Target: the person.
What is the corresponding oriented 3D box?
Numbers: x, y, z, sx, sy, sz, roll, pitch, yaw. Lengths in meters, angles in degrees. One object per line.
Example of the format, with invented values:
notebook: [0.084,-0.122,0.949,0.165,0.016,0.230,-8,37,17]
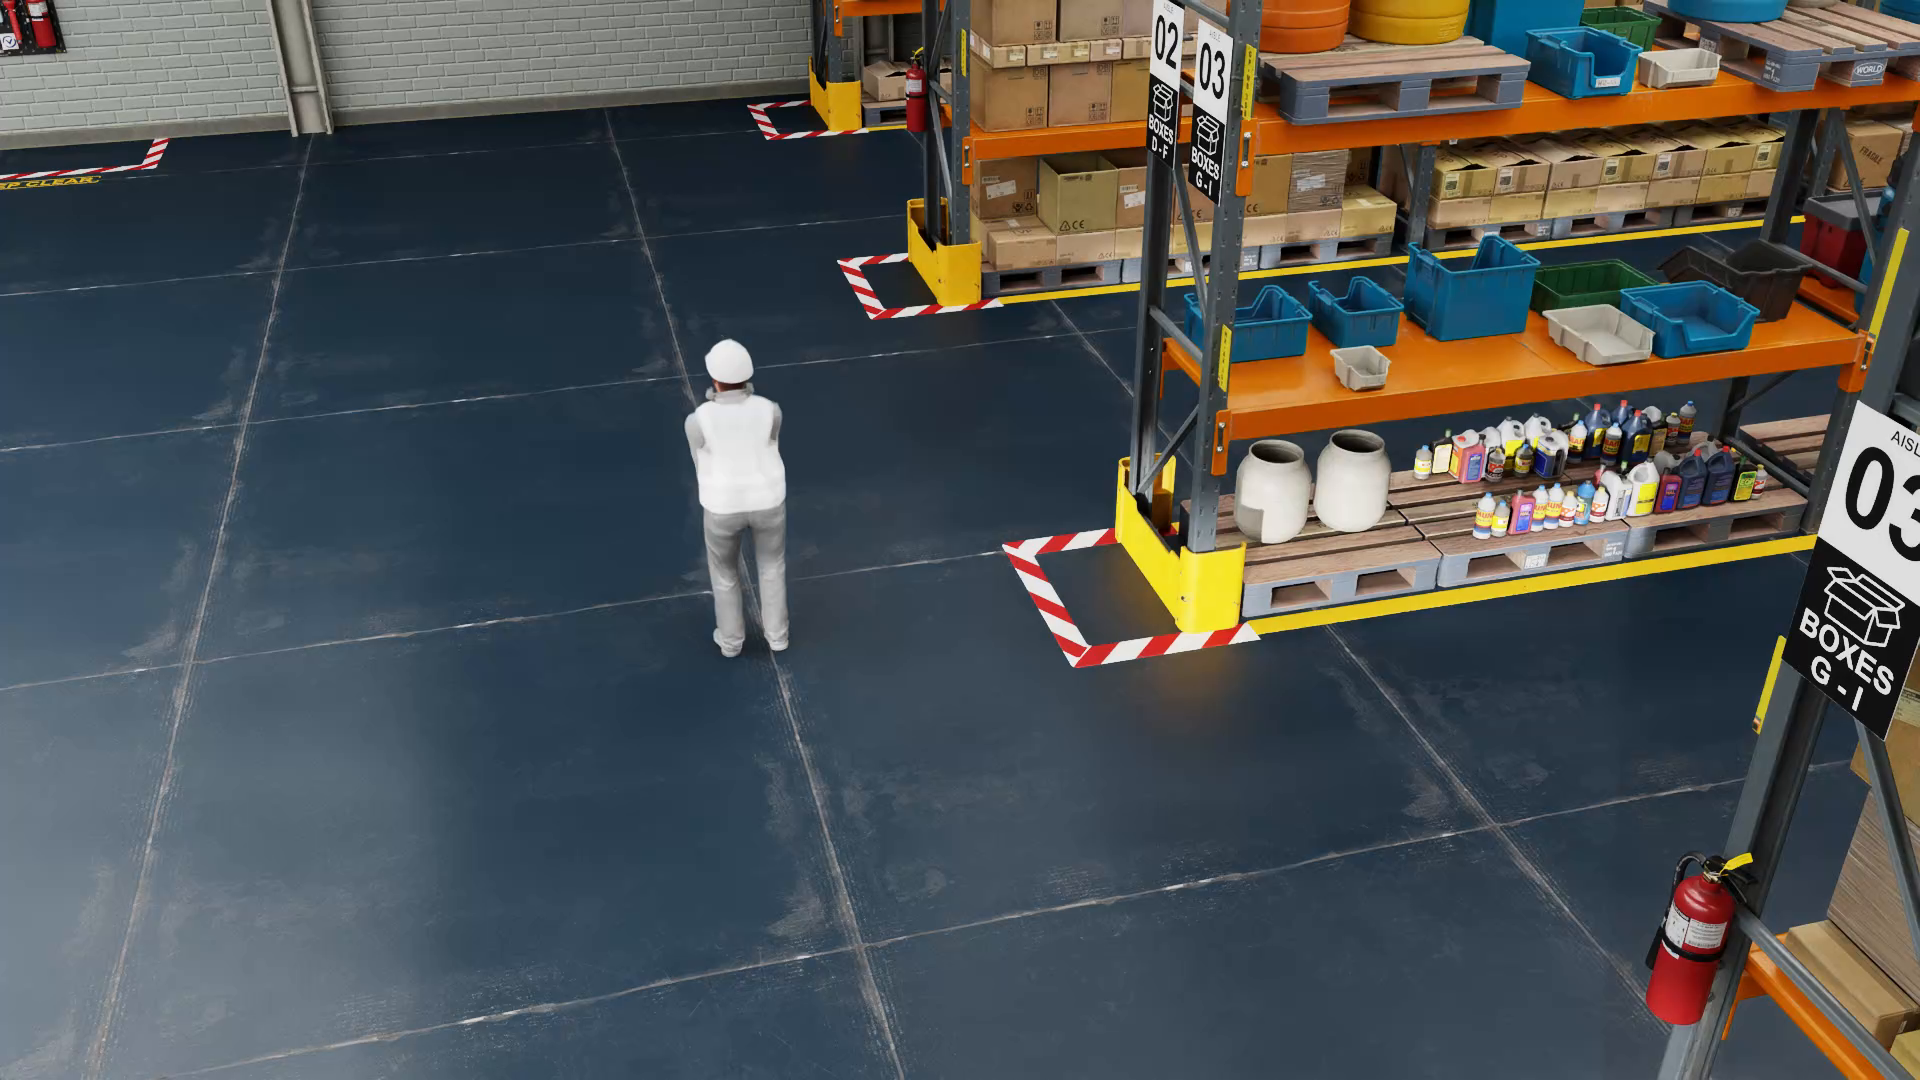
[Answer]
person: [-1.156,-0.241,8.637,0.495,1.772,0.554,-8,31,-14]
